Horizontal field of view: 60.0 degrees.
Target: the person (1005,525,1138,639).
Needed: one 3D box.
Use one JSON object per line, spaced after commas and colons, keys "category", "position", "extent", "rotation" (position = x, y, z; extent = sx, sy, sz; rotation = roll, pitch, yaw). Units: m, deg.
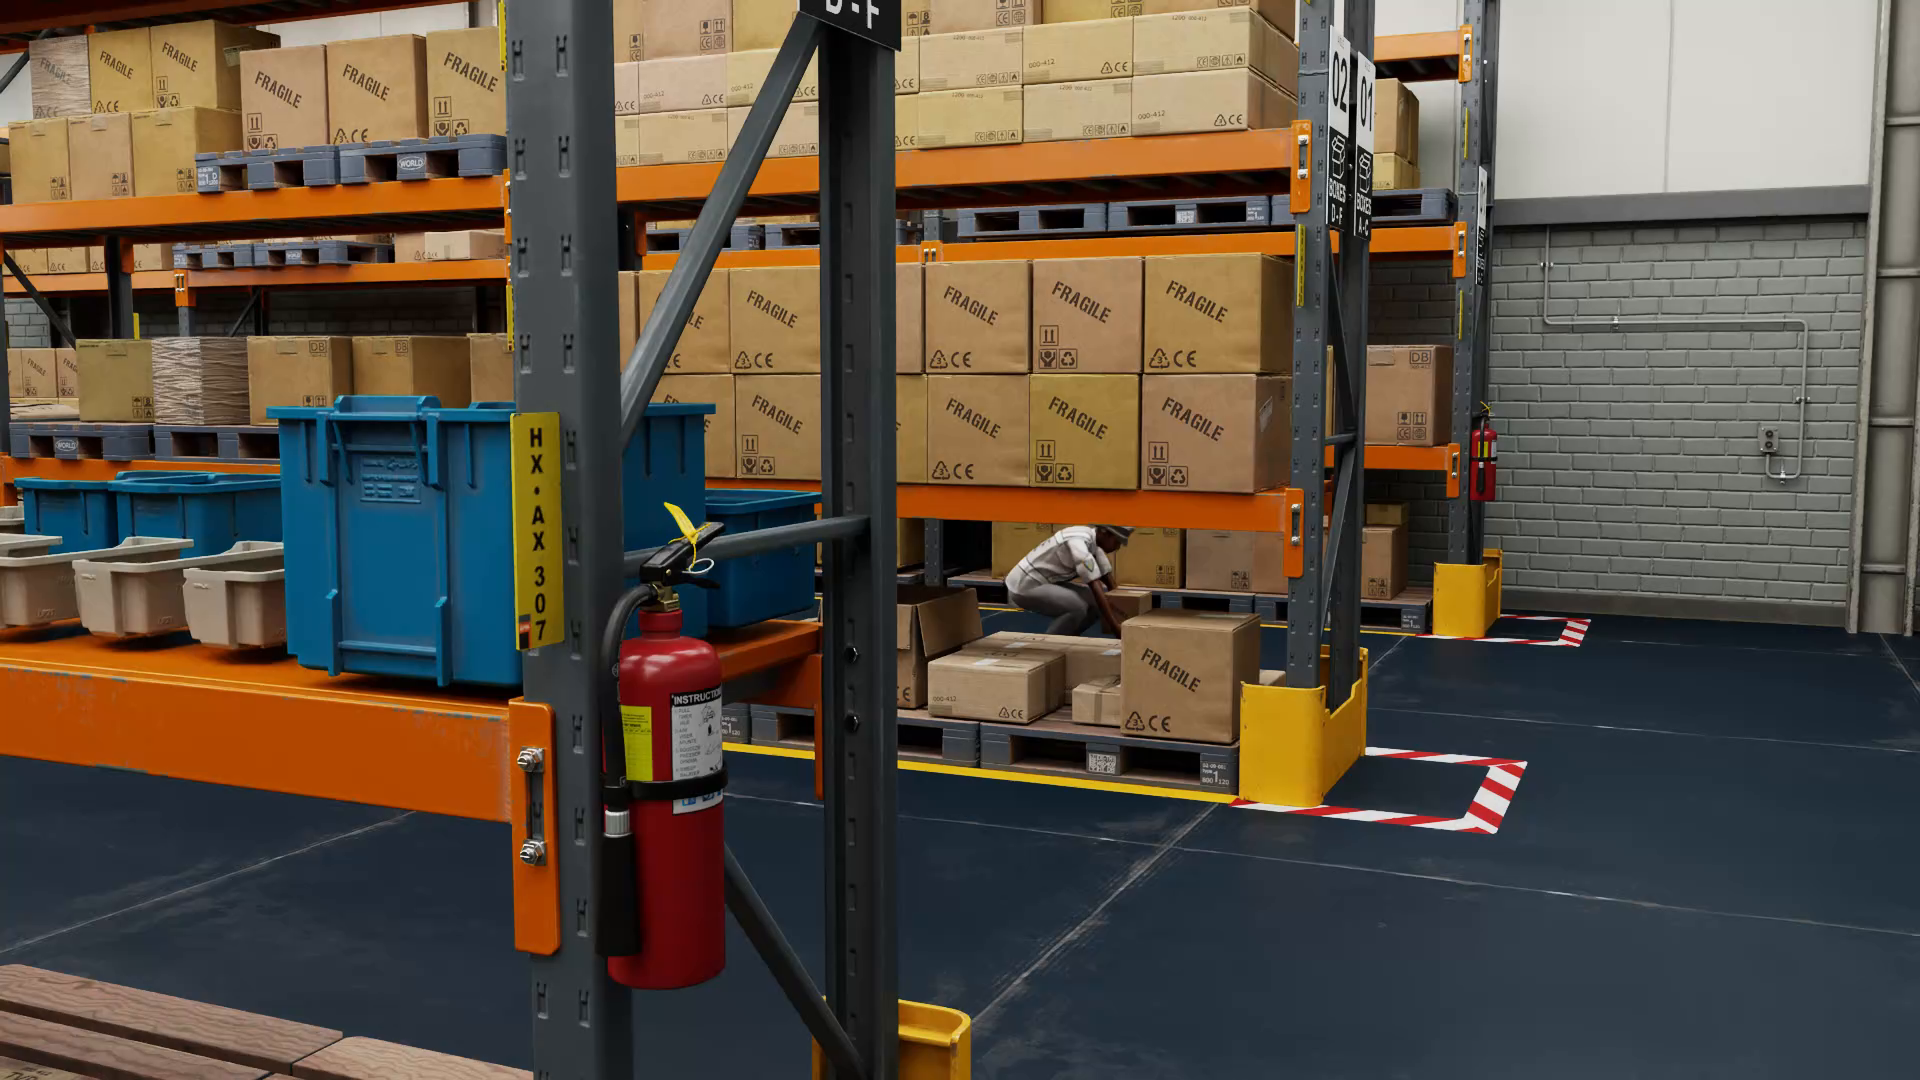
{"category": "person", "position": [0.722, 0.286, 10.465], "extent": [0.869, 0.975, 0.453], "rotation": [2, 6, 22]}
